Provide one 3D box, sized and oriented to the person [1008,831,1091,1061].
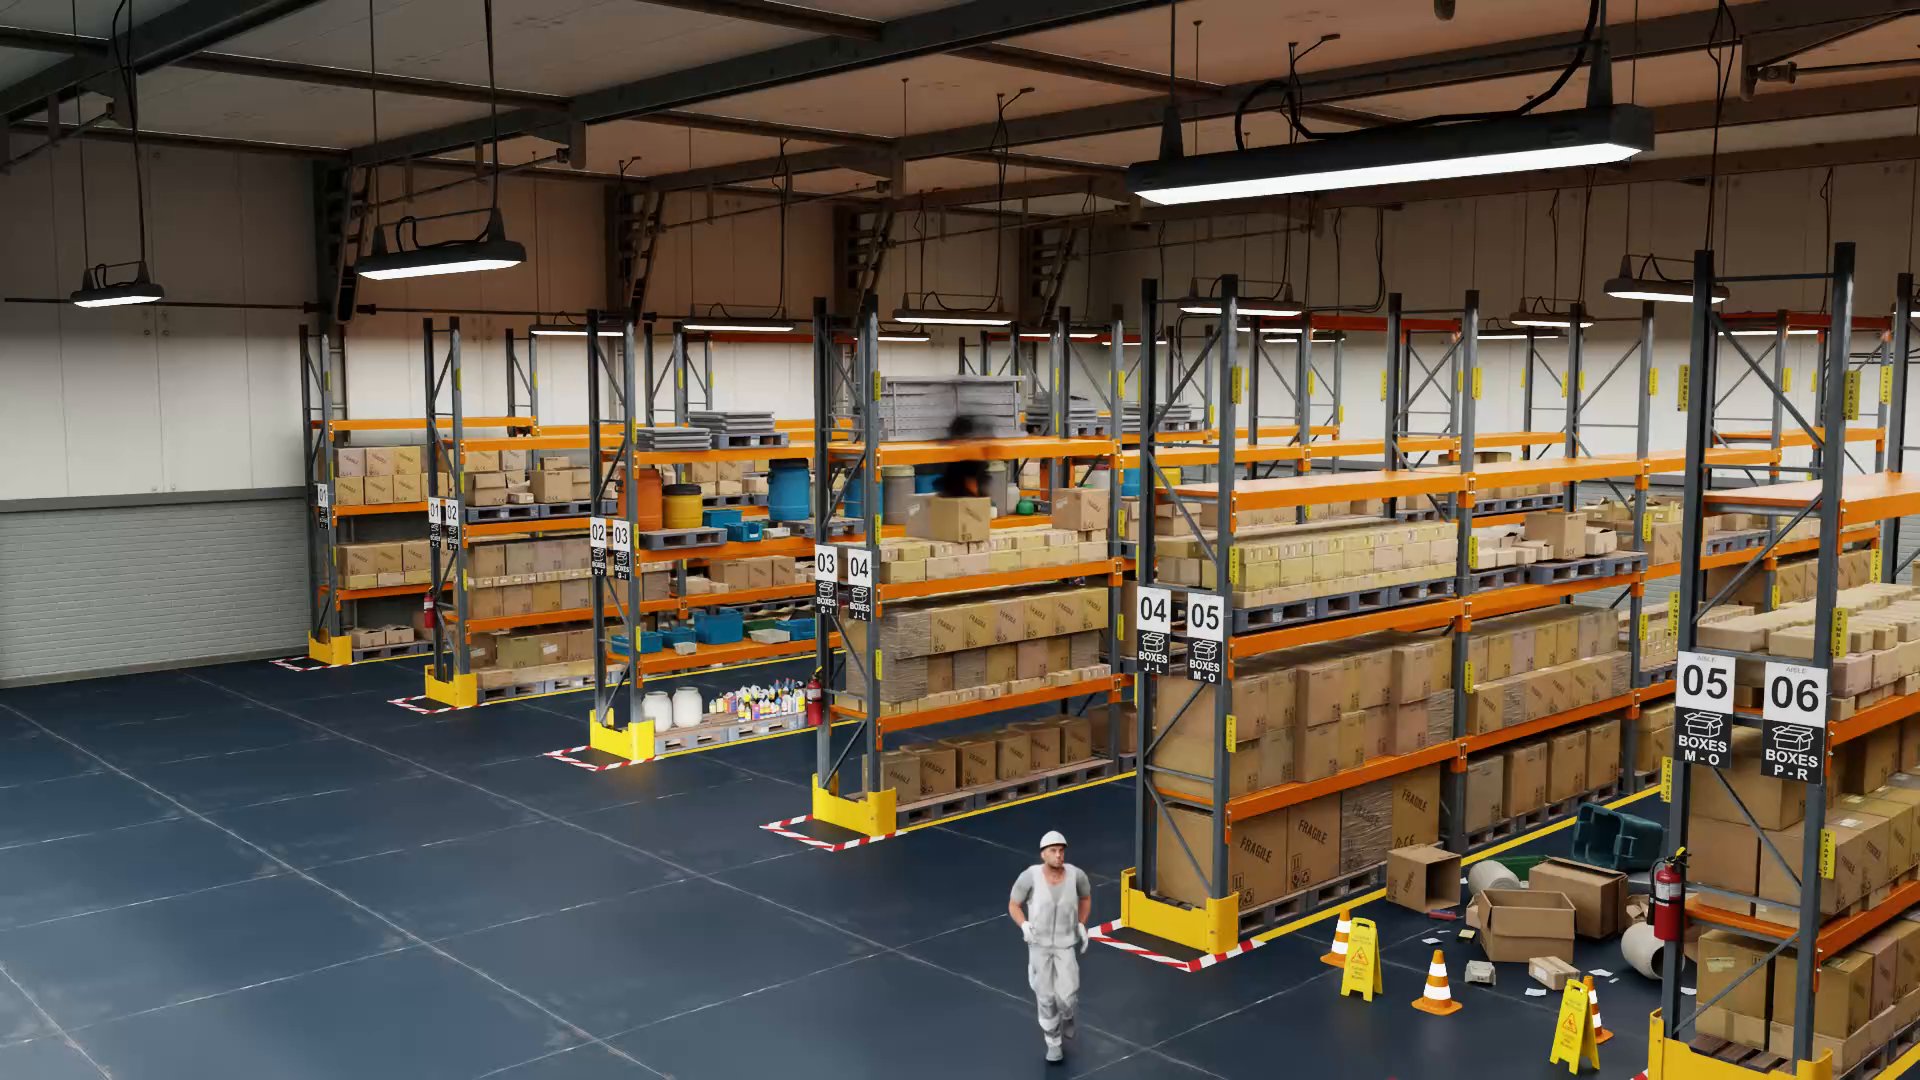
[{"bbox_3d":[0.684,3.044,12.465,0.637,1.751,0.618,0,6,-3],"label":"person"}]
